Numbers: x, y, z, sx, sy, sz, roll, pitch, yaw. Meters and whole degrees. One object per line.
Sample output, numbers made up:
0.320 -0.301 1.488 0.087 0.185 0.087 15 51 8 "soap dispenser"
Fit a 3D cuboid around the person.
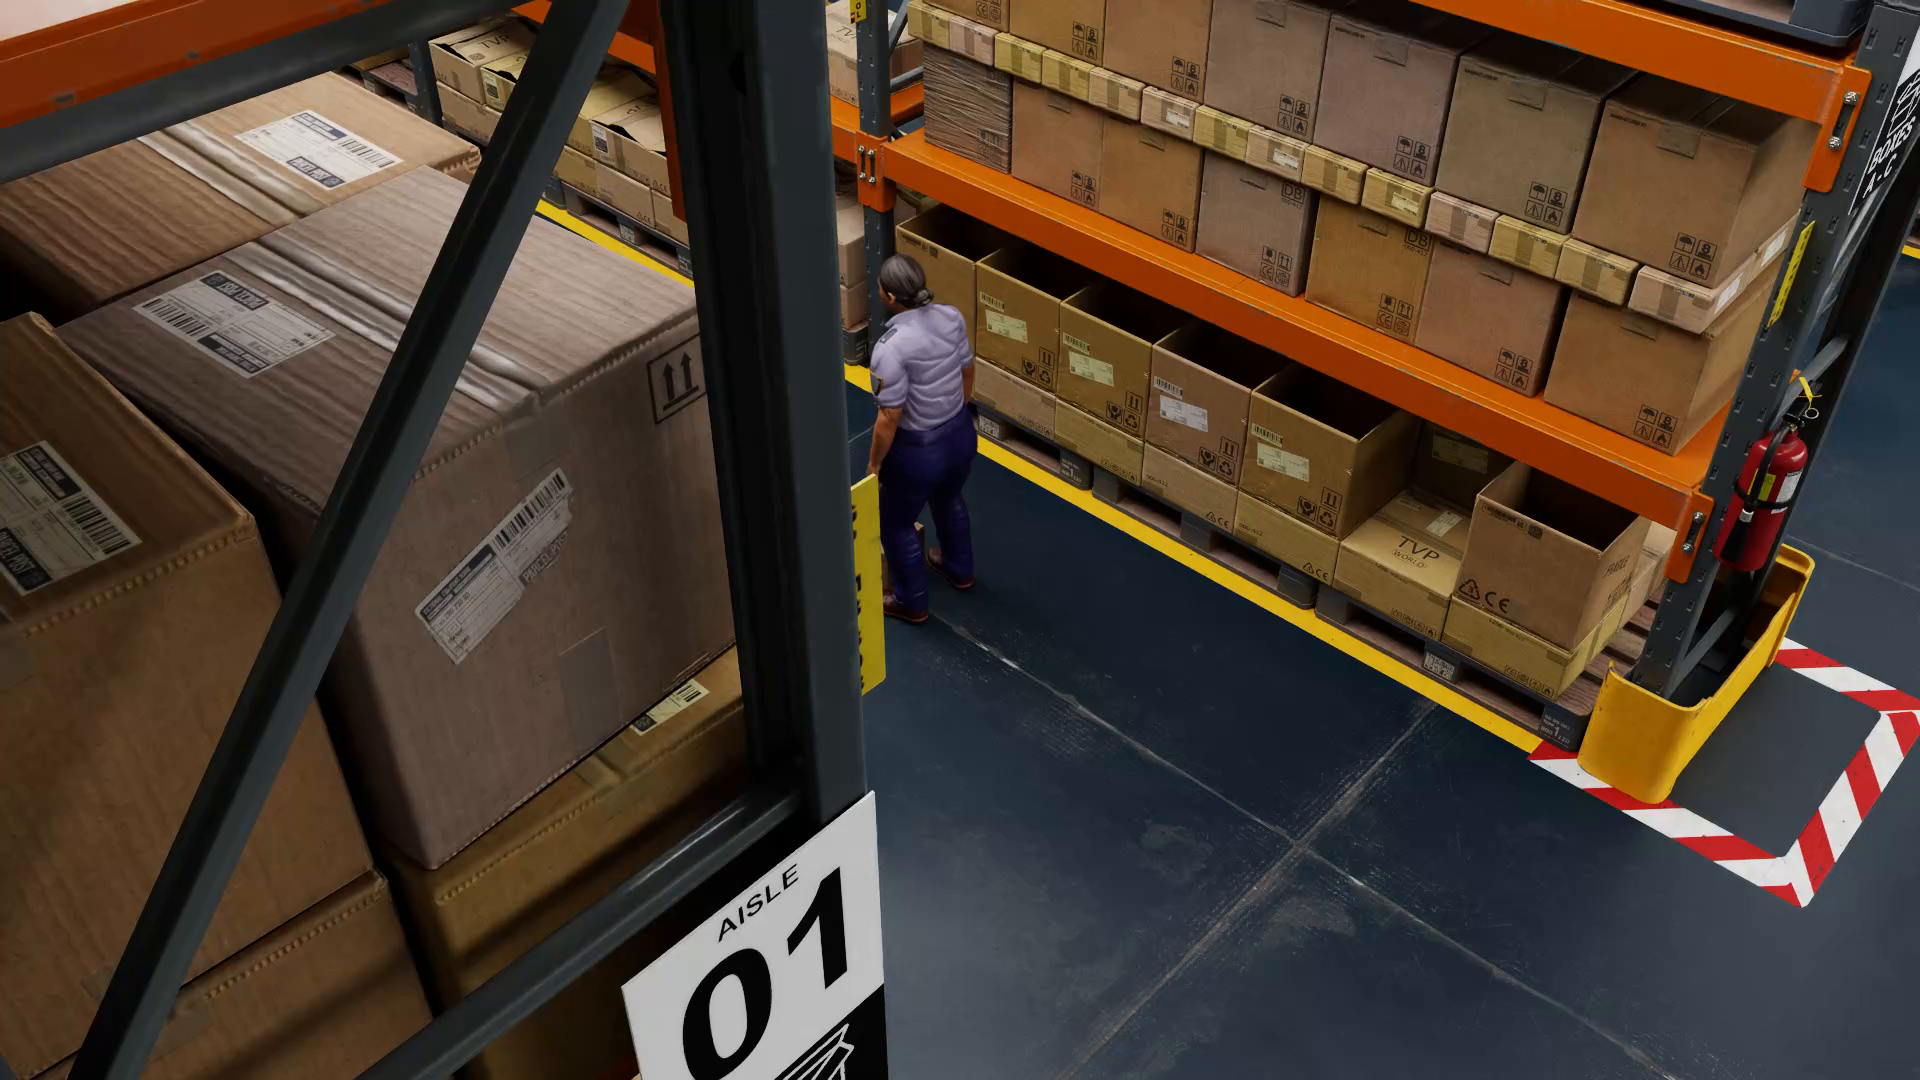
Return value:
-0.148 -0.392 6.634 0.369 1.652 0.541 31 49 32 "person"
